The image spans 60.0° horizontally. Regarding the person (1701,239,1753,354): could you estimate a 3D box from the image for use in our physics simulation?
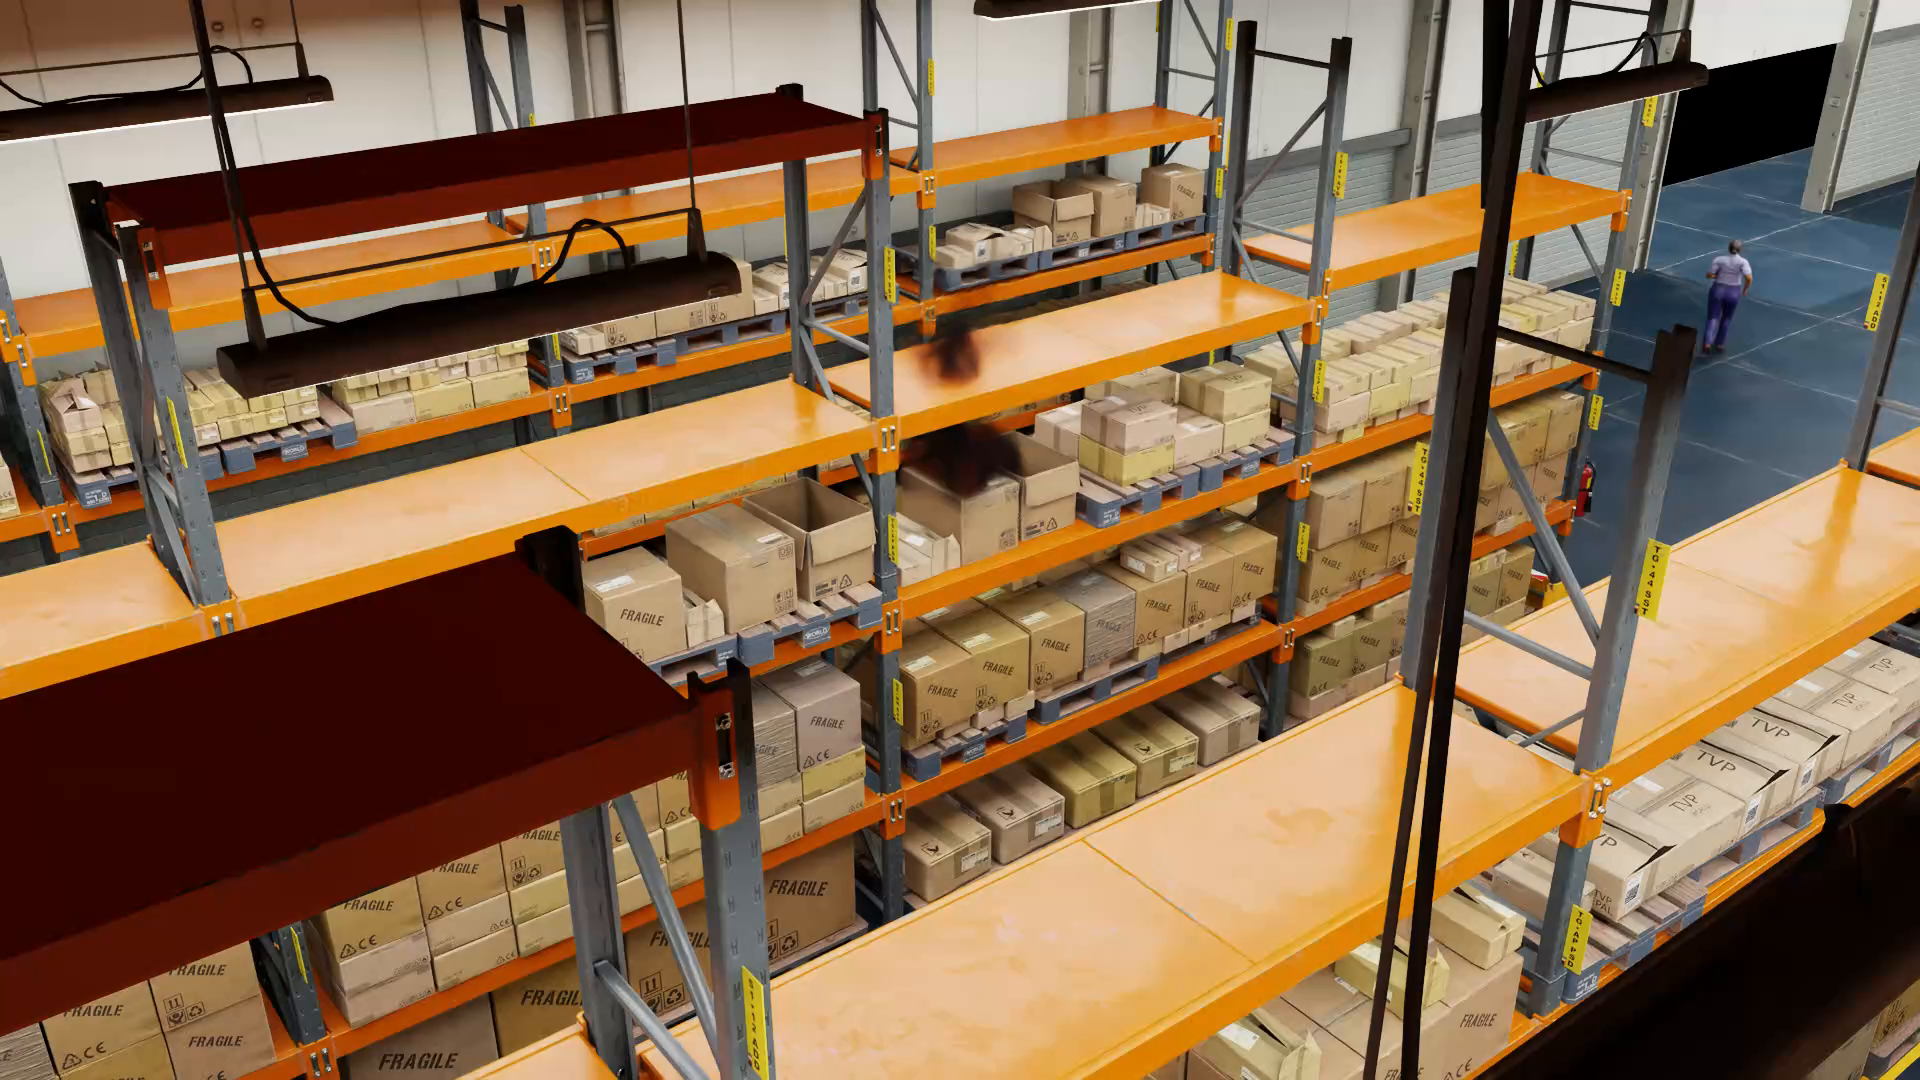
[{"bbox_3d":[10.624,-3.360,23.110,0.602,1.671,0.813,12,29,23],"label":"person"}]
